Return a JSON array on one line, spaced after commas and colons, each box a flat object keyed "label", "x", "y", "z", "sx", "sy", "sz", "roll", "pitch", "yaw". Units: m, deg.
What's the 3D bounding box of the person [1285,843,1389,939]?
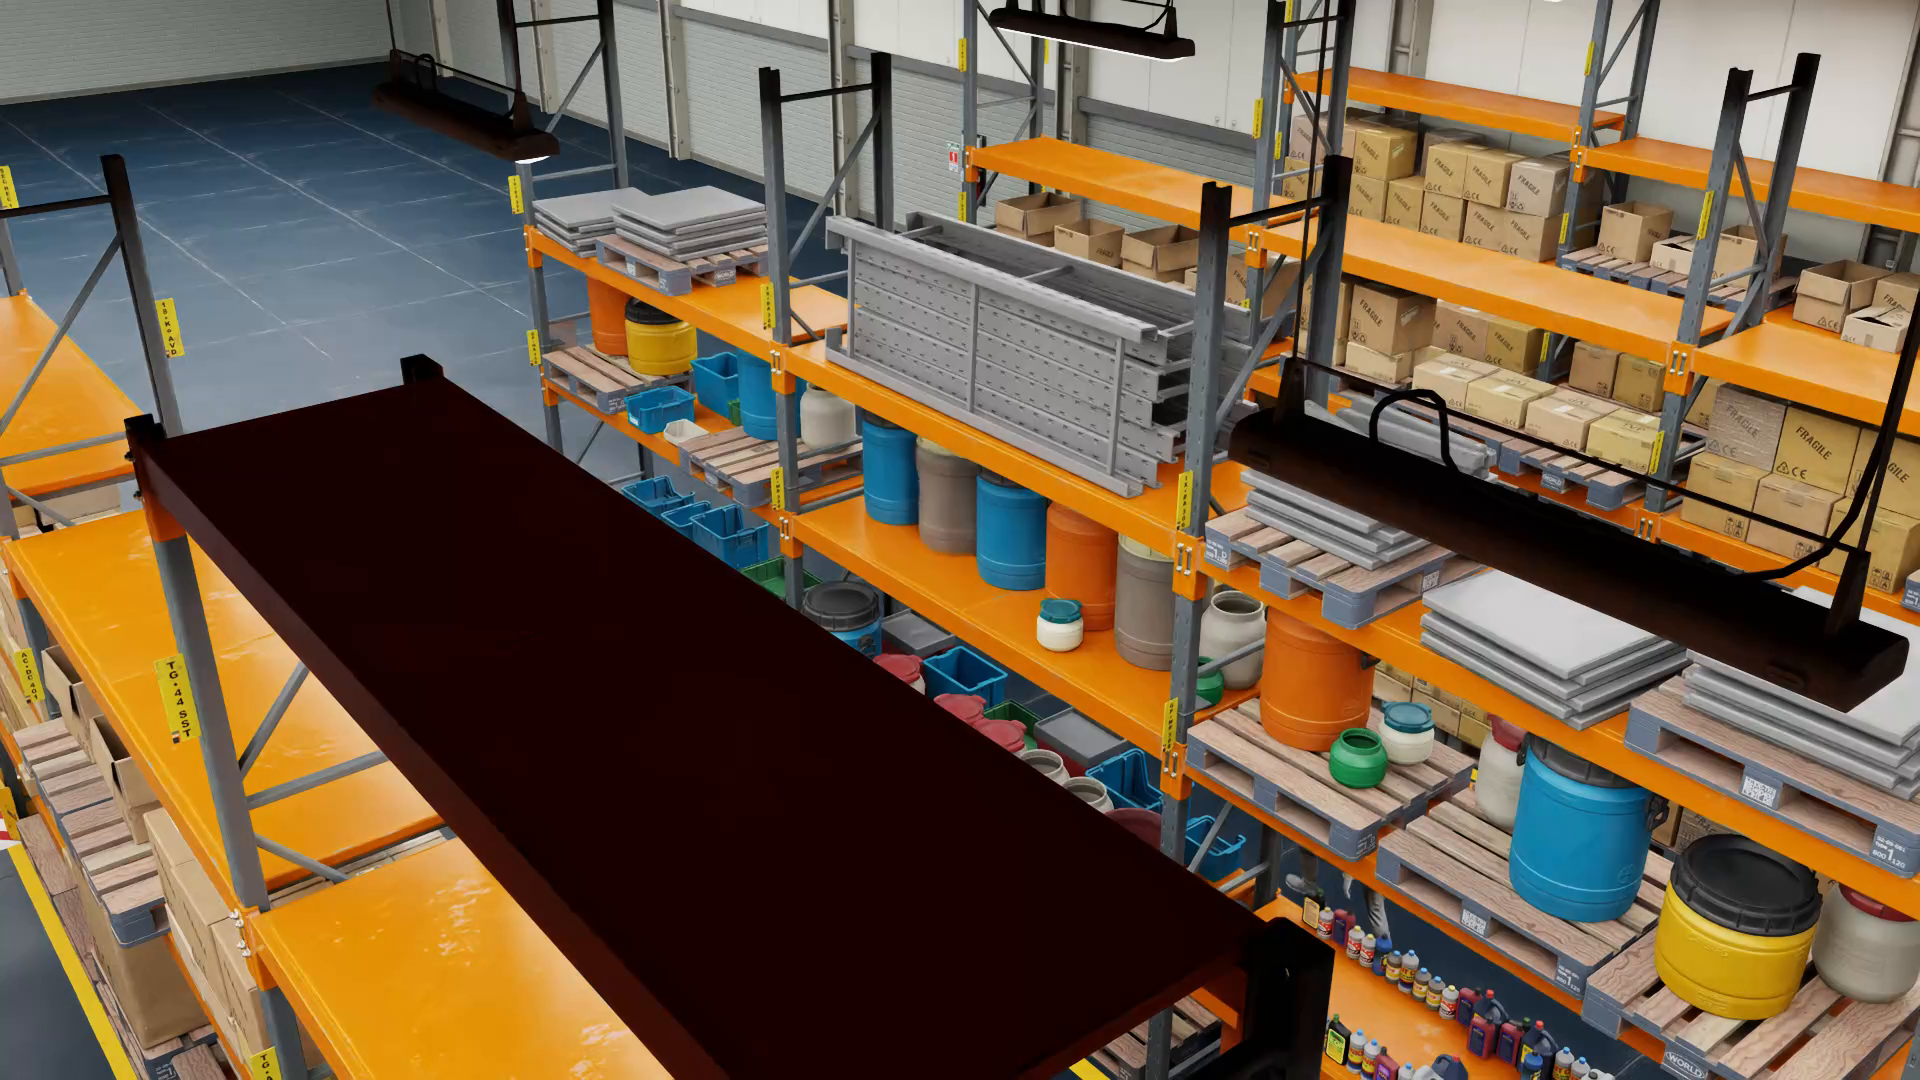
[{"label": "person", "x": 2.796, "y": 2.191, "z": 11.813, "sx": 0.519, "sy": 1.627, "sz": 0.977, "roll": -10, "pitch": 28, "yaw": -20}]
